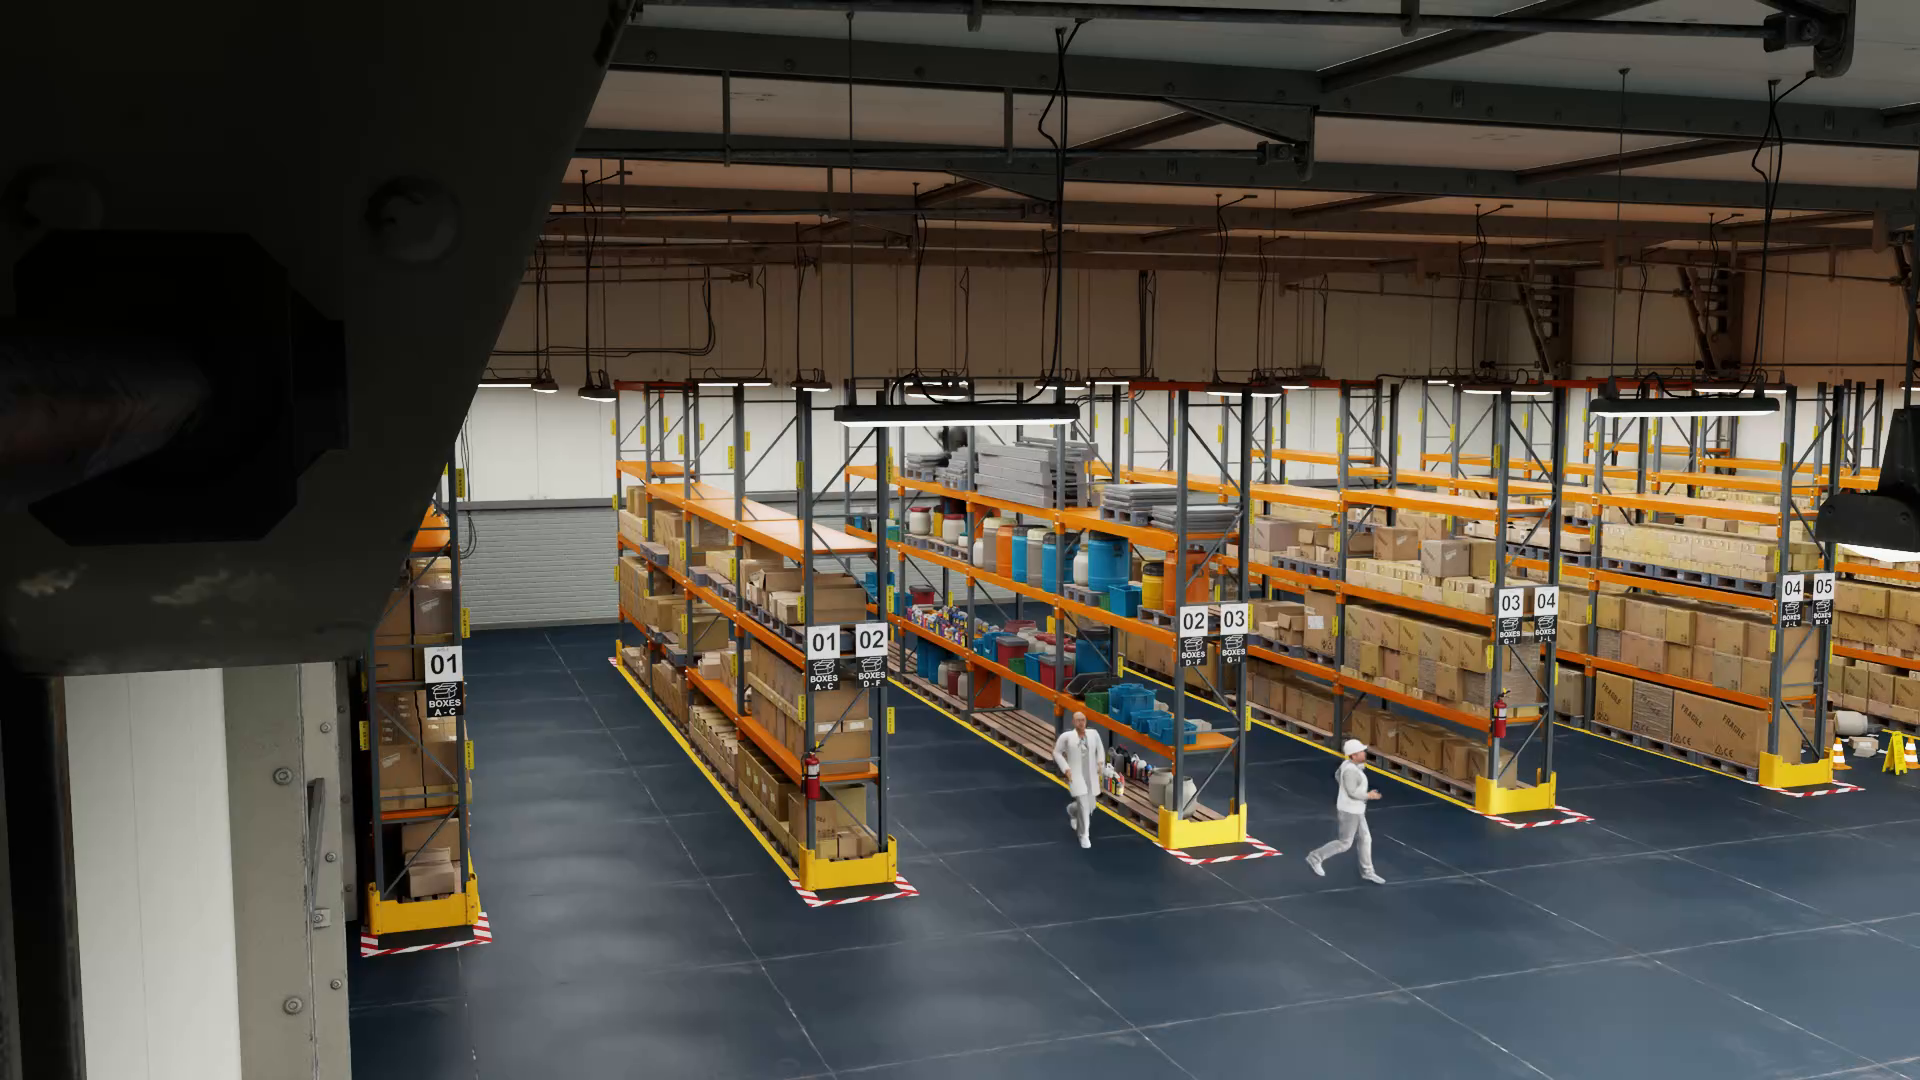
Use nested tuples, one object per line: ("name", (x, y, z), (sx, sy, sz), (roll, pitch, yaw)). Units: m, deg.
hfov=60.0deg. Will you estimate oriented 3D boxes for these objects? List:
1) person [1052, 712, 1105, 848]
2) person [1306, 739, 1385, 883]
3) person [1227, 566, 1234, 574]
("person", (1.593, 3.141, 22.065), (0.706, 1.763, 0.760), (-2, 6, -17))
("person", (4.733, 3.307, 20.326), (0.956, 1.784, 0.669), (1, 6, 14))
("person", (6.540, 1.204, 41.333), (0.484, 1.512, 0.625), (0, 6, -3))
